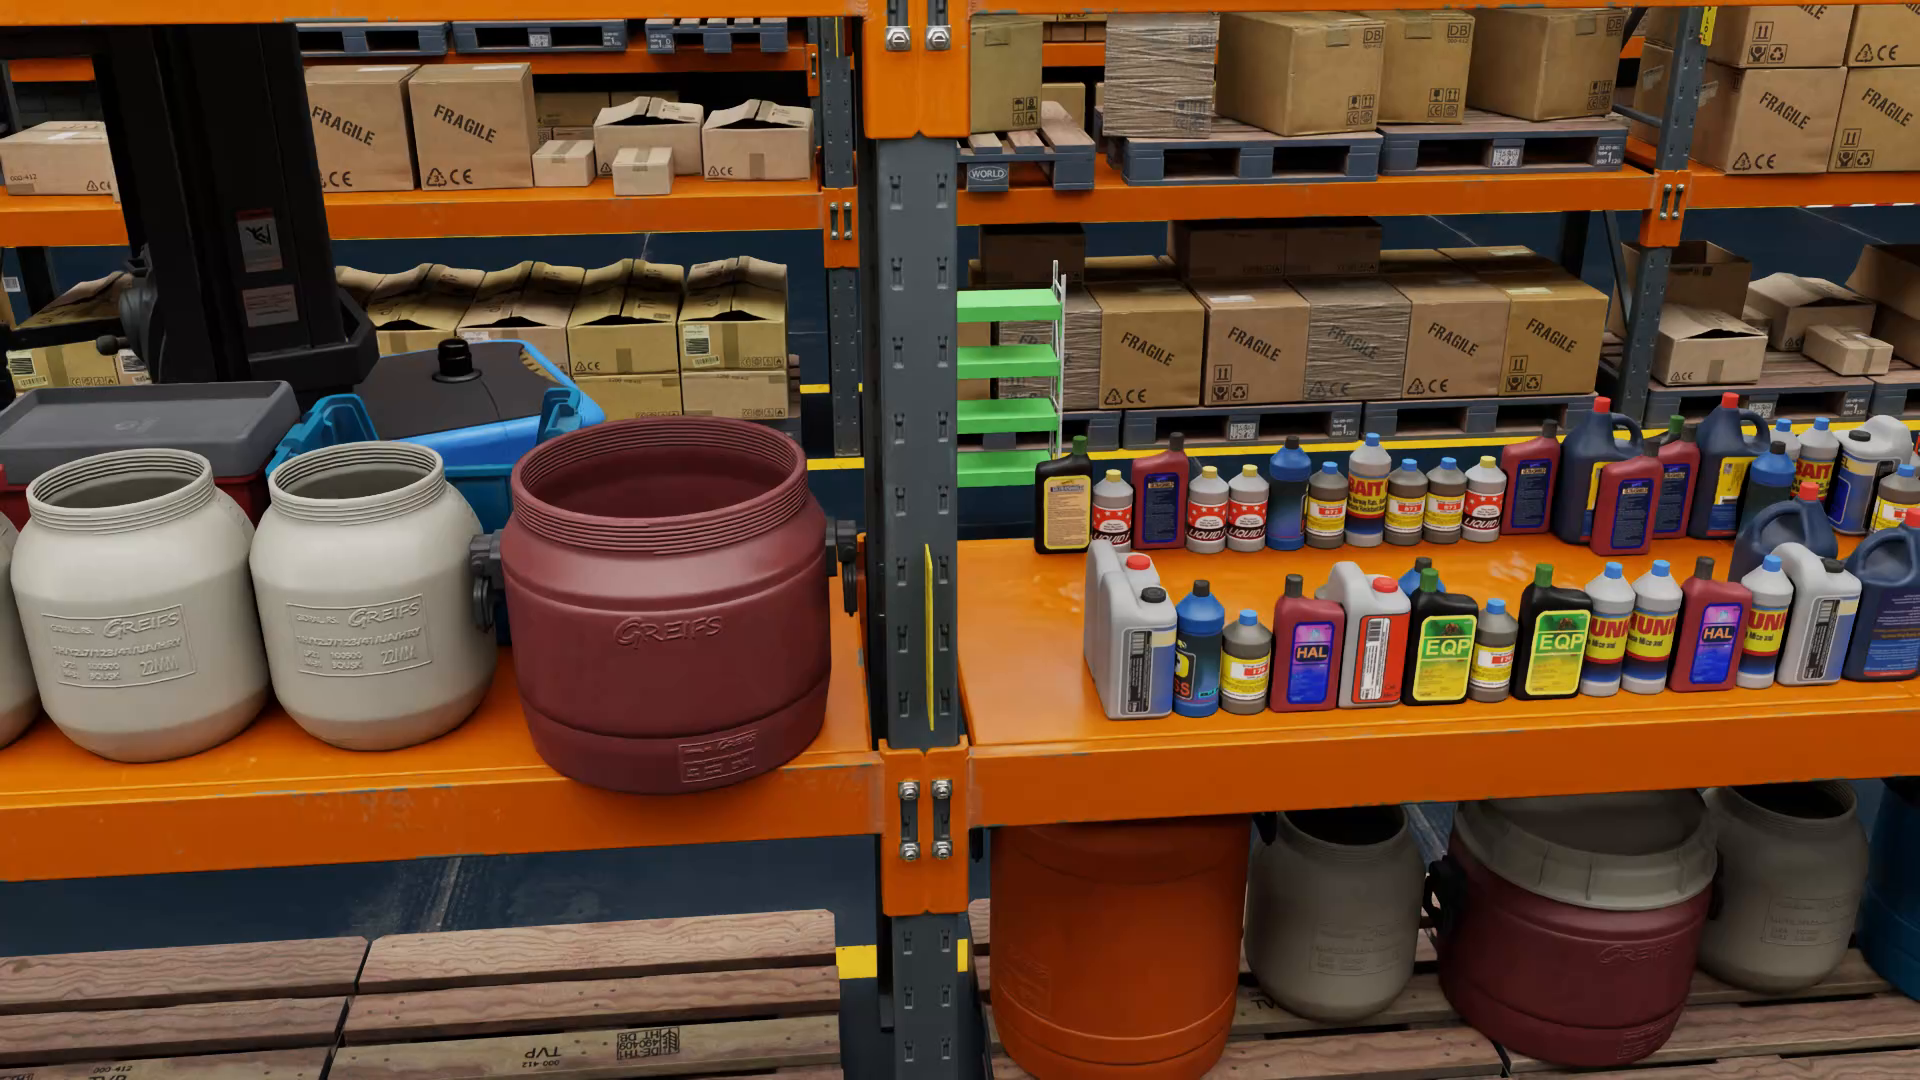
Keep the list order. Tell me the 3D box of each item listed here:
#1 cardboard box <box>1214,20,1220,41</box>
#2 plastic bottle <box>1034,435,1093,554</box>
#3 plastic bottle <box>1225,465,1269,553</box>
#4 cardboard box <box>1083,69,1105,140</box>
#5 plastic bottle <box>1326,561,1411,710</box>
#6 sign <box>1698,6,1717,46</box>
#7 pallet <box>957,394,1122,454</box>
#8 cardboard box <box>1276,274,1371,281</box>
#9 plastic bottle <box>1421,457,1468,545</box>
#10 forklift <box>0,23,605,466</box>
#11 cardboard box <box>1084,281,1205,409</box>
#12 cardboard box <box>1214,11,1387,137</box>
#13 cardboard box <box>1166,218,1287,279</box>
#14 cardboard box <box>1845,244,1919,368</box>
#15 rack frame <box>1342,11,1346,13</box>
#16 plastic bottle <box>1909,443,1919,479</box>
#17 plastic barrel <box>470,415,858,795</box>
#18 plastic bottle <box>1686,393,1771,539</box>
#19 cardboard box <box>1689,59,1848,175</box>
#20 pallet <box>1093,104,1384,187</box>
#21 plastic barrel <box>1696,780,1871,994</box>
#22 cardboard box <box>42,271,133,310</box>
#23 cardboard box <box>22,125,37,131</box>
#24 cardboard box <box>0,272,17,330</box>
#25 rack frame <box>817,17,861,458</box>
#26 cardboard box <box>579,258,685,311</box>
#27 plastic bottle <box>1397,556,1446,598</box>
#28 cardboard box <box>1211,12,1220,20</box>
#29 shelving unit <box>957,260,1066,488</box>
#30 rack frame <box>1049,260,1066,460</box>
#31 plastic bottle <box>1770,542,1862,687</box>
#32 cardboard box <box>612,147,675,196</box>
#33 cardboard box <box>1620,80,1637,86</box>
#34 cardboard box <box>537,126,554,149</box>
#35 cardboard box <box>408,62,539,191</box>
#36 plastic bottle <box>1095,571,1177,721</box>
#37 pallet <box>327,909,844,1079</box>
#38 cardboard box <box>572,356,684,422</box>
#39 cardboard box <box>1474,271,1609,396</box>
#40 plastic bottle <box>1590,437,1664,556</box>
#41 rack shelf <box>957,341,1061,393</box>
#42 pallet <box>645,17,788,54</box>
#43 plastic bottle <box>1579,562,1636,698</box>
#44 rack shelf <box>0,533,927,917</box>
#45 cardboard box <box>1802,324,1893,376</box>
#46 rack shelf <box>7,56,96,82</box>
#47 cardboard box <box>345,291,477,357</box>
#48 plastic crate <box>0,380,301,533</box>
[{"bbox_3d":[1.814,-3.857,12.519,0.250,0.149,0.380,-2,24,-5],"label":"cardboard box"},{"bbox_3d":[0.245,-0.108,3.943,0.133,0.283,0.061,-2,24,-5],"label":"plastic bottle"},{"bbox_3d":[0.688,-0.081,3.983,0.097,0.201,0.097,0,24,0],"label":"plastic bottle"},{"bbox_3d":[1.373,-3.231,12.956,0.750,0.750,0.750,-2,24,-4],"label":"cardboard box"},{"bbox_3d":[0.807,0.179,3.307,0.135,0.276,0.152,-2,24,-5],"label":"plastic bottle"},{"bbox_3d":[3.440,-2.439,7.620,0.005,0.325,0.100,-2,24,-5],"label":"sign"},{"bbox_3d":[0.148,-0.715,8.599,1.213,0.211,1.003,-2,24,-5],"label":"pallet"},{"bbox_3d":[1.849,-1.230,8.860,0.500,0.500,0.500,-2,24,-5],"label":"cardboard box"},{"bbox_3d":[1.172,-0.100,4.027,0.097,0.201,0.097,0,24,0],"label":"plastic bottle"},{"bbox_3d":[-2.733,-0.681,5.174,3.031,2.935,1.130,-13,27,-27],"label":"forklift"},{"bbox_3d":[0.902,-0.978,8.292,0.500,0.500,0.500,-3,24,-6],"label":"cardboard box"},{"bbox_3d":[1.630,-2.277,8.039,0.500,0.500,0.700,-9,25,-18],"label":"cardboard box"},{"bbox_3d":[1.382,-1.555,8.668,0.500,0.250,0.500,-3,24,-6],"label":"cardboard box"},{"bbox_3d":[5.251,-1.272,8.950,0.637,0.503,0.797,-2,24,-5],"label":"cardboard box"},{"bbox_3d":[2.891,-4.137,12.864,0.127,3.000,1.000,-2,24,-5],"label":"rack frame"},{"bbox_3d":[2.327,-0.147,4.131,0.097,0.201,0.097,0,24,0],"label":"plastic bottle"},{"bbox_3d":[-0.548,0.106,3.151,0.708,0.536,0.600,-2,24,-5],"label":"plastic barrel"},{"bbox_3d":[1.862,-0.187,4.037,0.185,0.351,0.144,-2,24,-5],"label":"plastic bottle"},{"bbox_3d":[3.916,-2.091,8.137,0.500,0.500,0.500,-2,24,-4],"label":"cardboard box"},{"bbox_3d":[1.336,-1.967,8.218,1.213,0.211,1.003,-2,24,-5],"label":"pallet"},{"bbox_3d":[2.047,0.842,4.208,0.421,0.512,0.421,0,24,0],"label":"plastic barrel"},{"bbox_3d":[-4.205,-1.139,8.297,0.500,0.311,0.500,-2,24,-5],"label":"cardboard box"},{"bbox_3d":[-7.051,-2.740,12.256,0.500,0.500,0.700,-4,24,-8],"label":"cardboard box"},{"bbox_3d":[-5.072,-1.201,8.205,0.500,0.500,0.500,-2,24,-5],"label":"cardboard box"},{"bbox_3d":[-0.599,-1.975,8.000,0.127,3.000,1.000,-2,24,-5],"label":"rack frame"},{"bbox_3d":[-1.671,-1.240,8.525,0.500,0.311,0.500,-3,24,-6],"label":"cardboard box"},{"bbox_3d":[0.919,0.163,3.349,0.097,0.271,0.097,0,24,0],"label":"plastic bottle"},{"bbox_3d":[1.950,-4.183,12.454,0.500,0.500,0.500,-2,24,-5],"label":"cardboard box"},{"bbox_3d":[0.165,-0.555,7.021,0.503,1.200,0.258,-2,24,-5],"label":"shelving unit"},{"bbox_3d":[0.408,-0.565,7.043,0.015,1.200,0.240,-2,24,-5],"label":"rack frame"},{"bbox_3d":[1.727,0.142,3.390,0.135,0.276,0.152,-2,24,-5],"label":"plastic bottle"},{"bbox_3d":[-1.467,-1.713,7.719,0.250,0.149,0.380,-2,24,-5],"label":"cardboard box"},{"bbox_3d":[5.537,-3.630,13.485,0.250,0.149,0.380,-2,24,-5],"label":"cardboard box"},{"bbox_3d":[-3.318,-2.957,12.746,0.500,0.500,0.700,-2,24,-5],"label":"cardboard box"},{"bbox_3d":[-2.267,-1.947,7.814,0.500,0.500,0.500,-4,24,-8],"label":"cardboard box"},{"bbox_3d":[0.347,0.197,3.265,0.135,0.276,0.152,-2,24,-5],"label":"plastic bottle"},{"bbox_3d":[-0.890,1.317,4.027,1.213,0.211,1.003,-2,24,-5],"label":"pallet"},{"bbox_3d":[-1.611,-0.769,8.155,0.500,0.250,0.500,-3,24,-6],"label":"cardboard box"},{"bbox_3d":[2.919,-1.058,8.473,0.500,0.500,0.500,-2,24,-5],"label":"cardboard box"},{"bbox_3d":[1.580,-0.103,3.931,0.133,0.283,0.061,-2,24,-5],"label":"plastic bottle"},{"bbox_3d":[0.165,-0.716,6.950,0.480,0.148,0.258,-2,24,-5],"label":"rack shelf"},{"bbox_3d":[-1.788,-3.818,12.383,1.003,0.211,1.213,-2,24,-5],"label":"pallet"},{"bbox_3d":[1.288,0.173,3.326,0.097,0.271,0.097,0,24,0],"label":"plastic bottle"},{"bbox_3d":[-2.106,0.436,3.462,4.000,0.370,1.077,-2,24,-5],"label":"rack shelf"},{"bbox_3d":[4.681,-1.009,8.773,0.250,0.166,0.380,-2,24,-5],"label":"cardboard box"},{"bbox_3d":[-7.060,-3.409,12.112,4.000,0.370,1.077,-2,24,-5],"label":"rack shelf"},{"bbox_3d":[-2.614,-0.985,7.950,0.500,0.311,0.500,-2,24,-4],"label":"cardboard box"},{"bbox_3d":[-1.754,-0.061,3.615,0.583,0.464,0.402,-2,24,-5],"label":"plastic crate"}]
